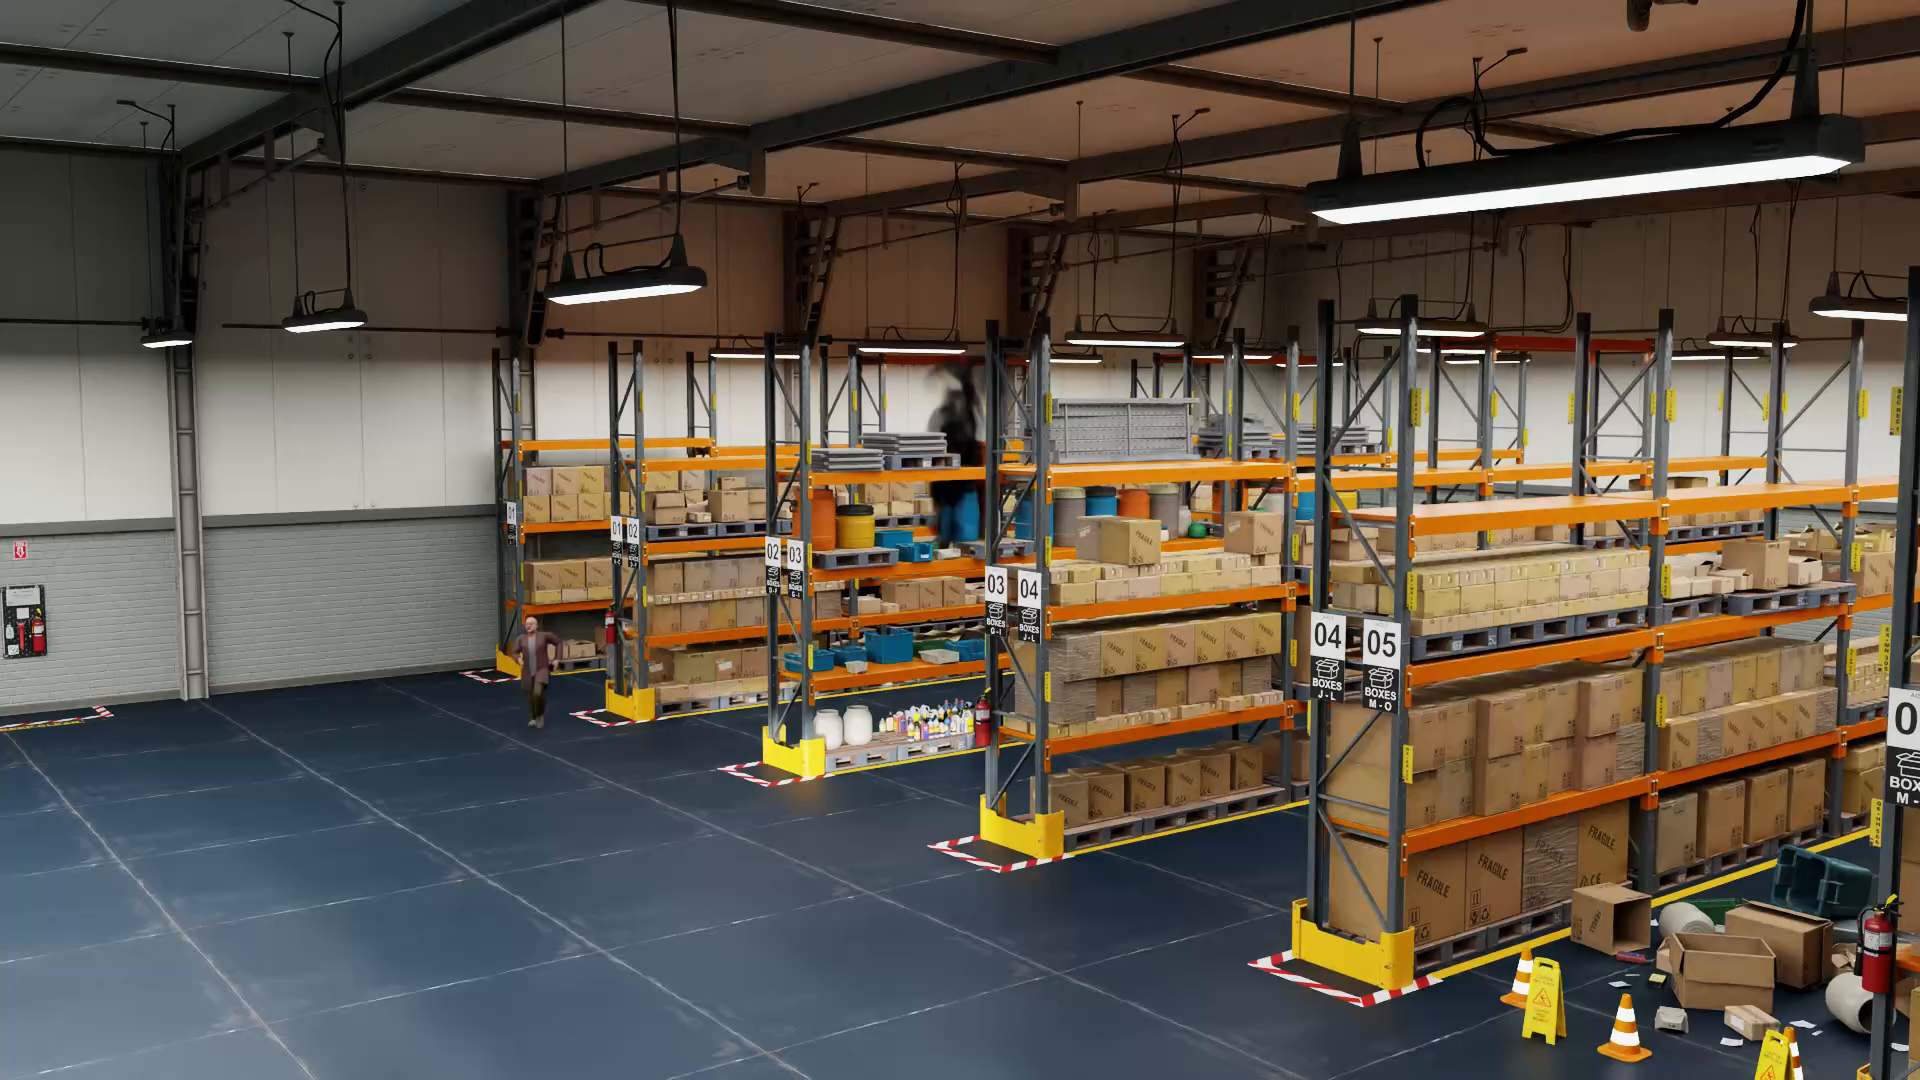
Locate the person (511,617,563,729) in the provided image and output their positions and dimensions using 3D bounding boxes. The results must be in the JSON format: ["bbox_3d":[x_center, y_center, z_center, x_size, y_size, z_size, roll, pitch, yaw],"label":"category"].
[{"bbox_3d":[-6.495,2.041,25.479,0.726,1.736,0.897,0,5,2],"label":"person"}]

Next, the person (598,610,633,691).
[{"bbox_3d":[-5.863,1.910,28.318,0.548,1.538,0.550,-5,7,-43],"label":"person"}]

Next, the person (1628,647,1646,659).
[{"bbox_3d":[9.604,2.268,23.733,0.539,1.659,0.616,-3,6,-34],"label":"person"}]
